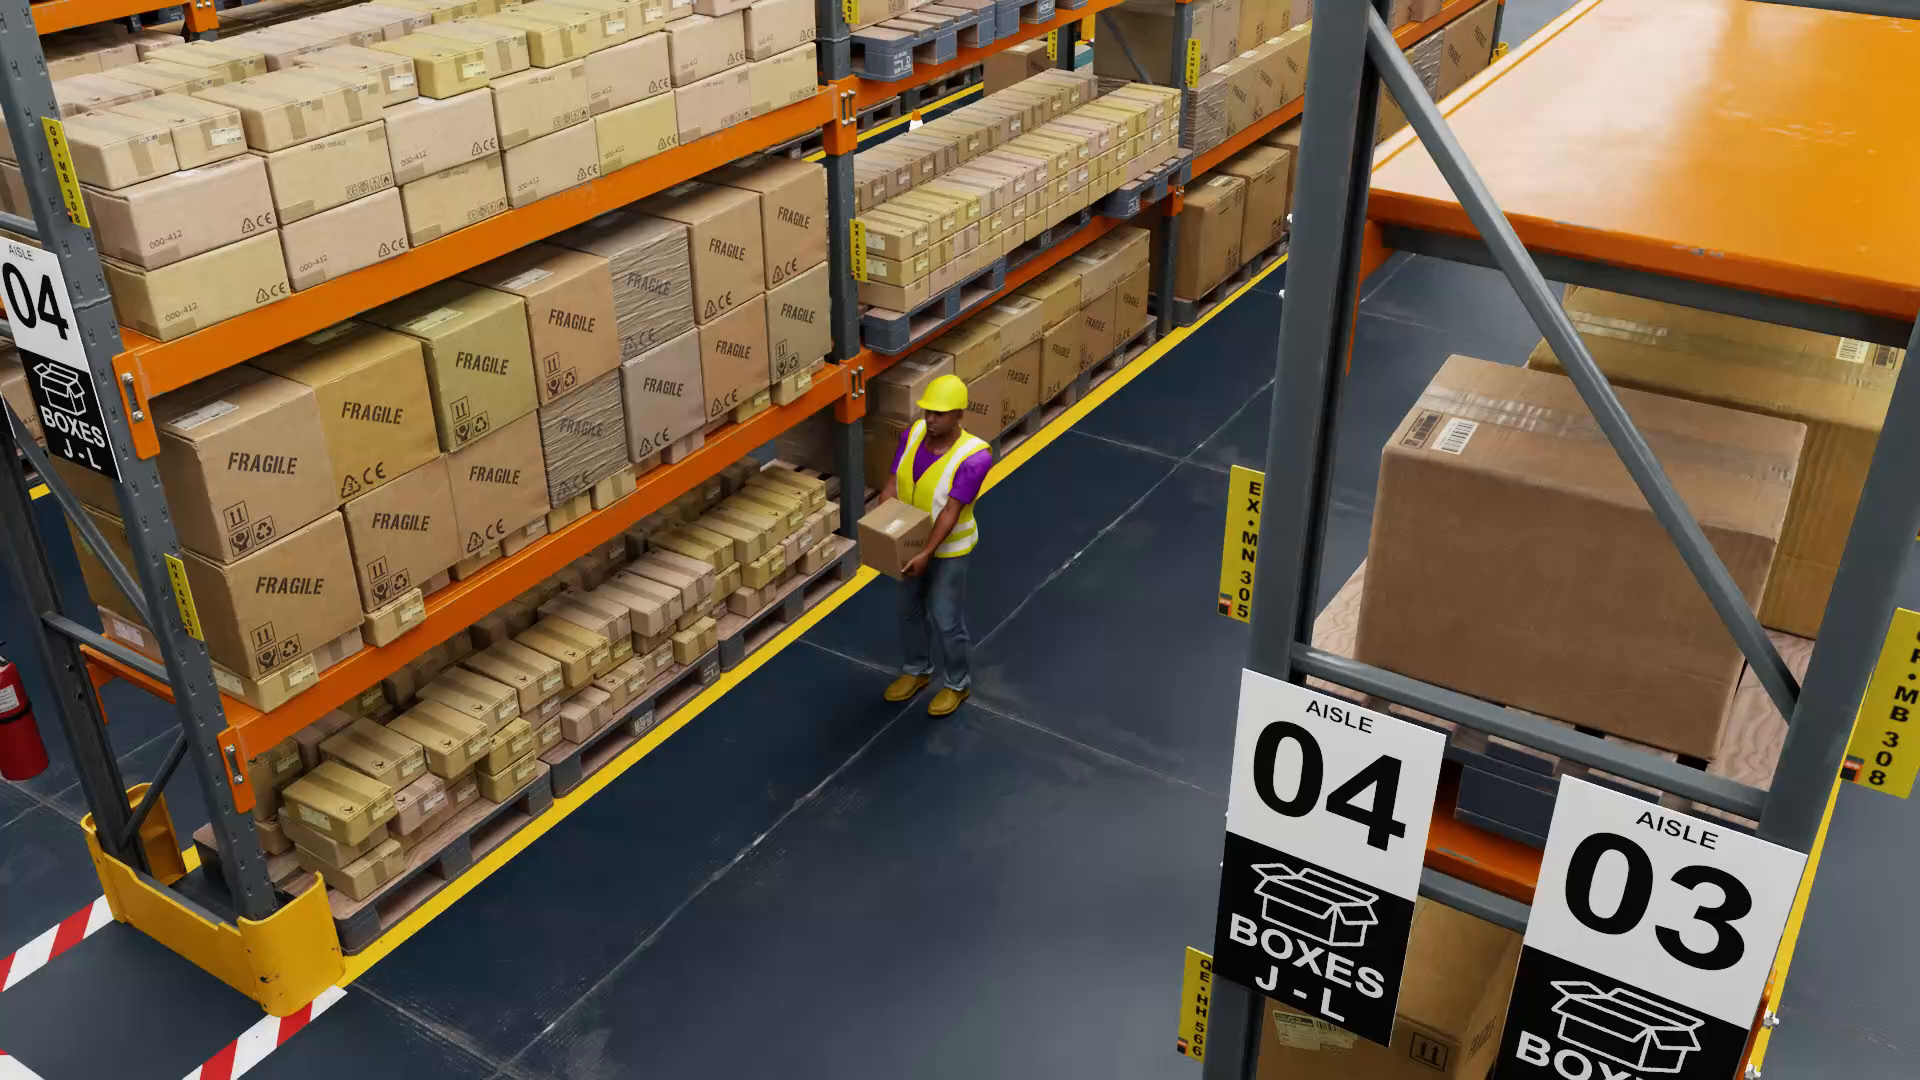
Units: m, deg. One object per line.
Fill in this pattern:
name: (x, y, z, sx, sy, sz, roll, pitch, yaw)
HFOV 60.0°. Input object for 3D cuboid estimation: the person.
person: (-0.175, 0.060, 8.067, 0.504, 1.760, 0.585, 23, 37, 34)
